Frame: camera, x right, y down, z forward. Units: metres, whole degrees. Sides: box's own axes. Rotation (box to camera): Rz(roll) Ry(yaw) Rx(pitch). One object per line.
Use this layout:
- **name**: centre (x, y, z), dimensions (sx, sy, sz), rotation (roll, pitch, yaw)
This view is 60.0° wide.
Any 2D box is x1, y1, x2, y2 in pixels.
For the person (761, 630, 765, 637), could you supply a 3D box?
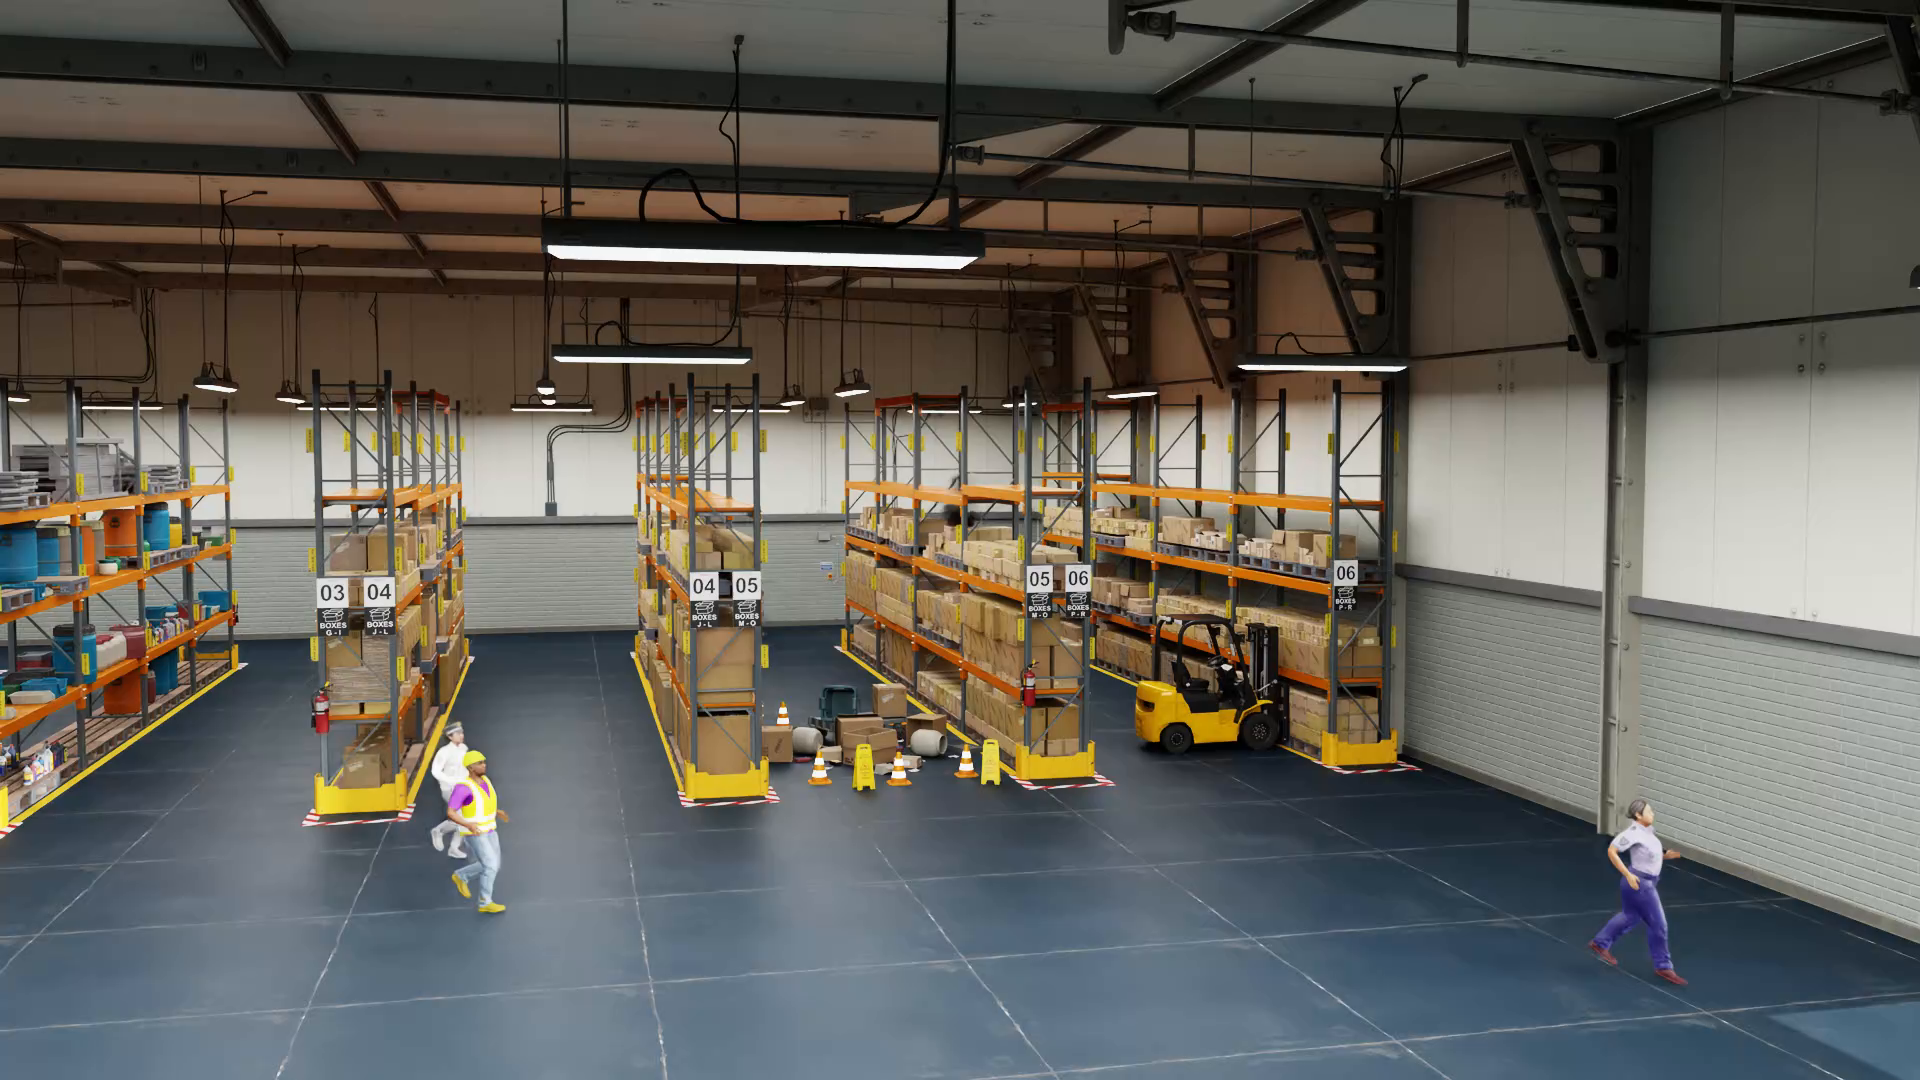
- **person**: centre (-5.306, 1.751, 40.916), dimensions (1.058, 1.799, 0.718), rotation (-1, 3, -14)

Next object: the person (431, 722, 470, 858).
- **person**: centre (-6.117, 3.012, 20.124), dimensions (0.543, 1.651, 0.600), rotation (1, 4, 24)

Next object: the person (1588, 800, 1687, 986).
- **person**: centre (6.365, 3.270, 15.596), dimensions (0.895, 1.658, 0.594), rotation (2, 4, 28)

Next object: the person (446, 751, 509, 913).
- **person**: centre (-5.189, 3.113, 17.796), dimensions (0.703, 1.723, 0.705), rotation (1, 3, 16)
